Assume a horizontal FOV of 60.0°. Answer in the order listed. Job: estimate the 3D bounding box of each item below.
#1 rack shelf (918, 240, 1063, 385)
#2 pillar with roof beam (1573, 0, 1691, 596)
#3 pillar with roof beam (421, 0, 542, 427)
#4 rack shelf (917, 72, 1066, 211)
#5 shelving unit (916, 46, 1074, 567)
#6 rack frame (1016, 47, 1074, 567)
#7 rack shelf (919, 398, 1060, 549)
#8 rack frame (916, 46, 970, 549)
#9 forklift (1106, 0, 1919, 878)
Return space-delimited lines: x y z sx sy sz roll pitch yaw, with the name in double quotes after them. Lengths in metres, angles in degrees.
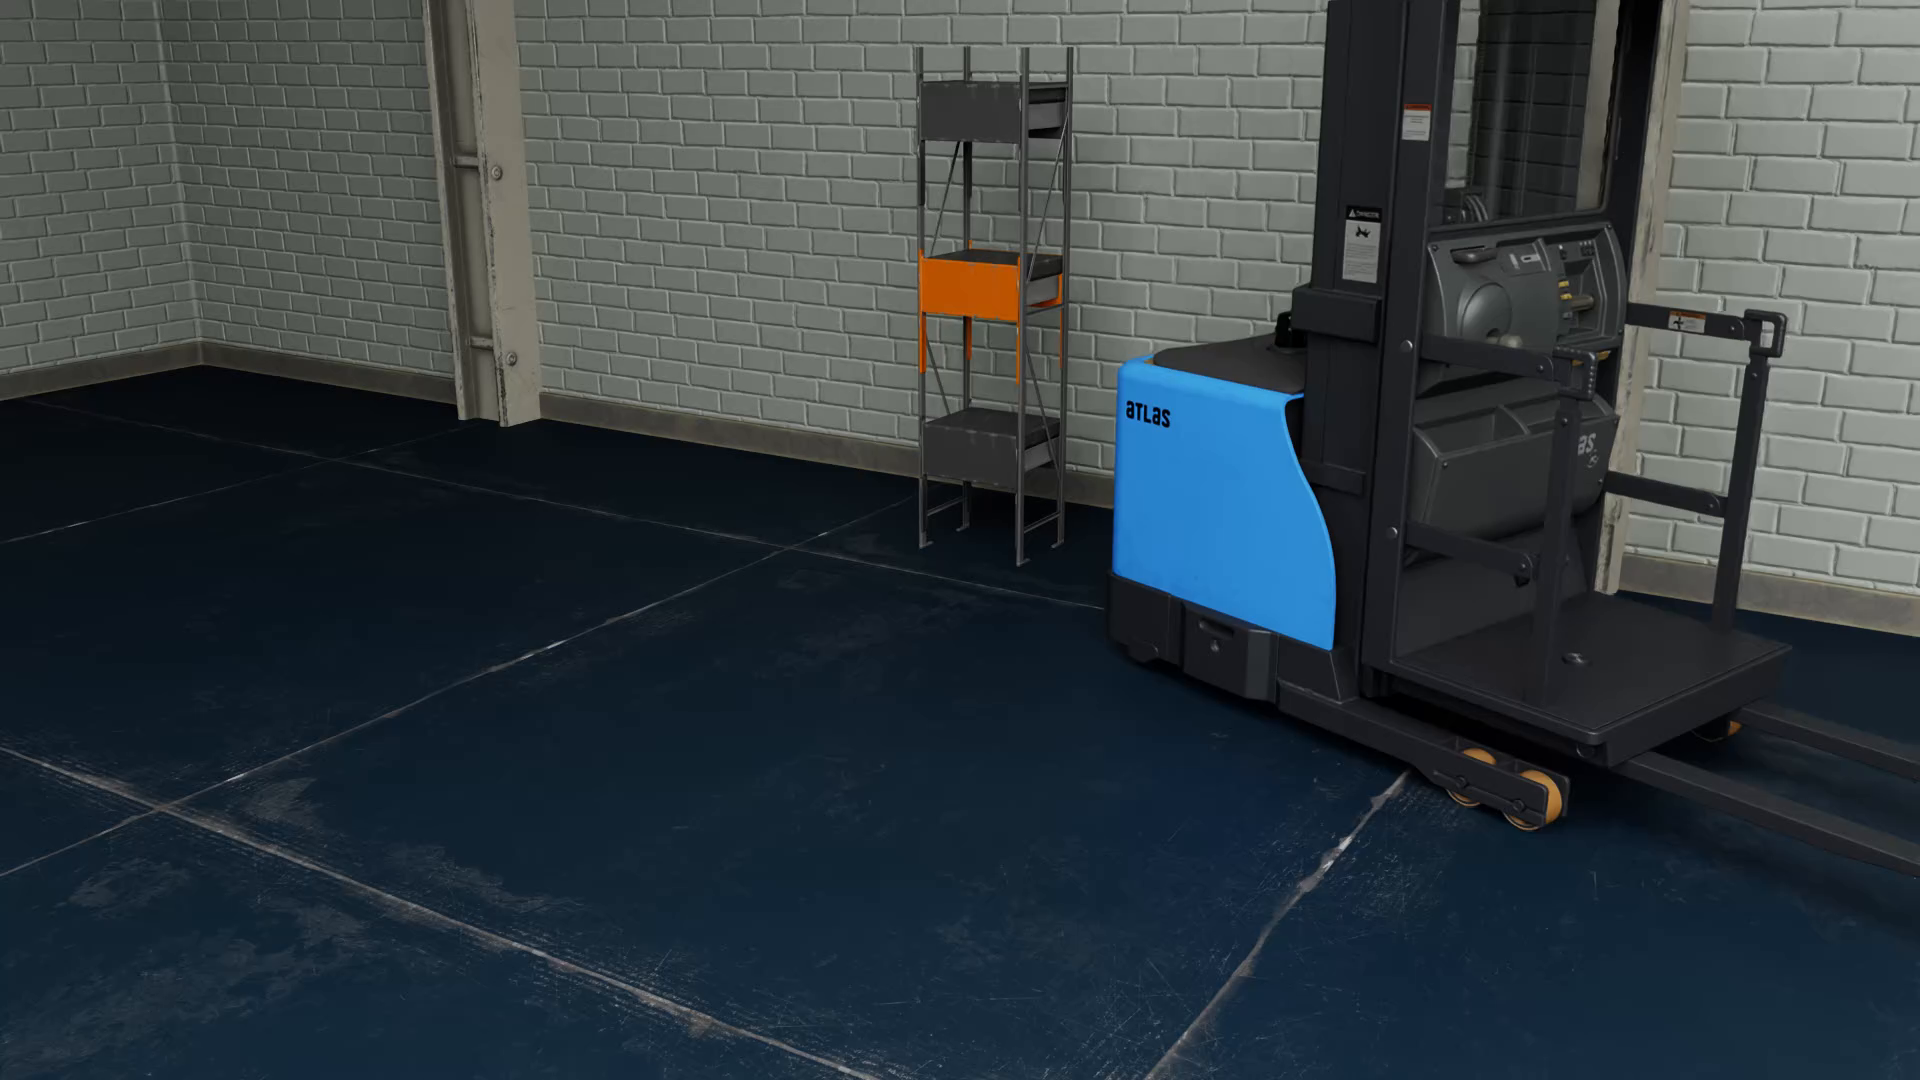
0.141 -0.966 6.997 0.480 0.518 0.431 10 20 30 "rack shelf"
0.176 -3.041 1.909 0.400 9.000 9.100 10 20 30 "pillar with roof beam"
-4.936 -3.953 4.913 0.400 9.000 9.100 10 20 30 "pillar with roof beam"
0.141 -1.636 6.794 0.480 0.518 0.431 10 20 30 "rack shelf"
0.141 -0.979 6.993 0.503 2.100 0.431 10 20 30 "shelving unit"
0.349 -0.942 6.871 0.015 2.100 0.400 10 20 30 "rack frame"
0.141 -0.297 7.201 0.480 0.518 0.431 10 20 30 "rack shelf"
-0.067 -1.017 7.115 0.015 2.100 0.400 10 20 30 "rack frame"
1.831 -0.747 4.796 1.130 2.935 3.031 -13 21 -36 "forklift"
